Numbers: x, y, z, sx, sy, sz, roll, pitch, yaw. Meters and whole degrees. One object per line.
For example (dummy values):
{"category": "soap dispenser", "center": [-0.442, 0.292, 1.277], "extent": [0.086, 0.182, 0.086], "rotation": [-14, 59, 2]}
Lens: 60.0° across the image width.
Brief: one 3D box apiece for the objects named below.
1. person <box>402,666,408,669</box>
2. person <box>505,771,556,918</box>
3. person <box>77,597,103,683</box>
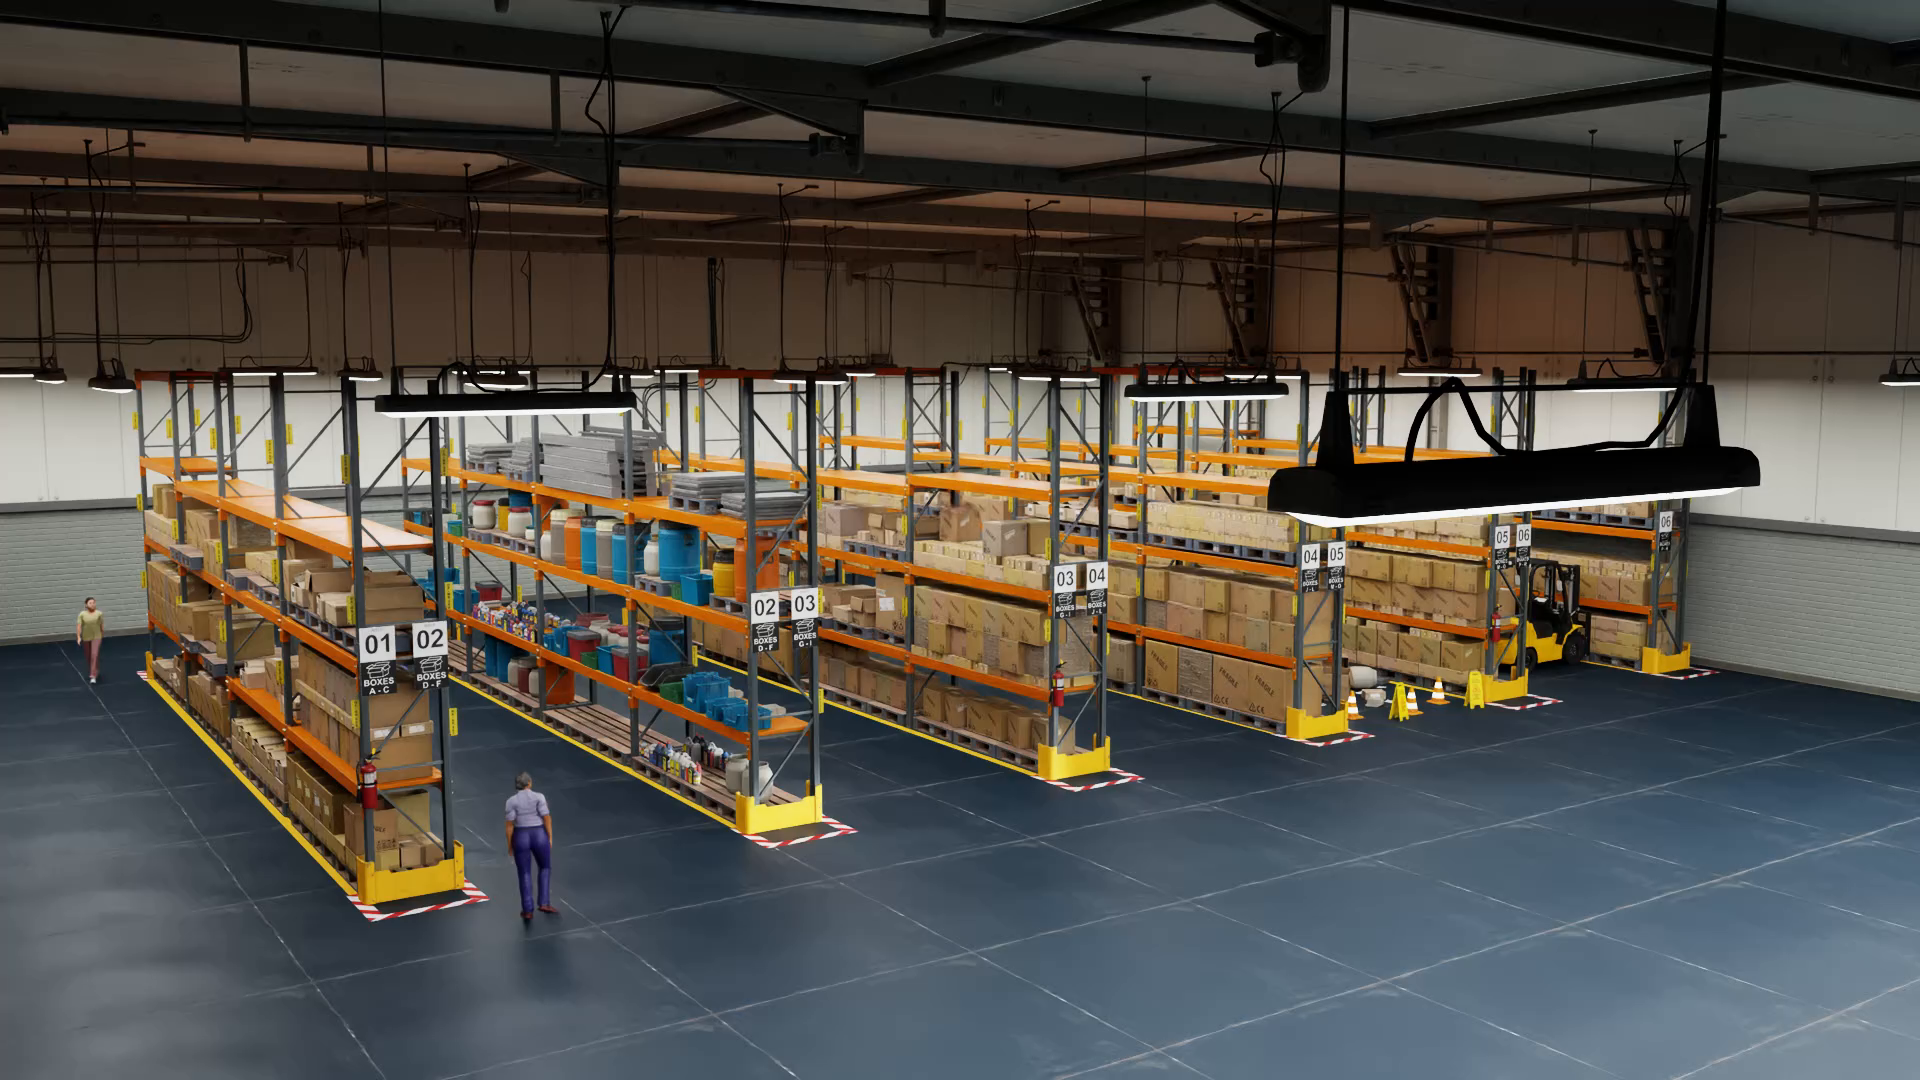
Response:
{"category": "person", "center": [-8.850, 2.570, 26.175], "extent": [0.502, 1.642, 0.468], "rotation": [0, 6, -4]}
{"category": "person", "center": [-4.820, 3.445, 18.658], "extent": [0.530, 1.680, 0.479], "rotation": [-2, 7, -14]}
{"category": "person", "center": [-16.726, 1.902, 31.986], "extent": [0.418, 1.619, 1.037], "rotation": [-1, 7, -13]}
